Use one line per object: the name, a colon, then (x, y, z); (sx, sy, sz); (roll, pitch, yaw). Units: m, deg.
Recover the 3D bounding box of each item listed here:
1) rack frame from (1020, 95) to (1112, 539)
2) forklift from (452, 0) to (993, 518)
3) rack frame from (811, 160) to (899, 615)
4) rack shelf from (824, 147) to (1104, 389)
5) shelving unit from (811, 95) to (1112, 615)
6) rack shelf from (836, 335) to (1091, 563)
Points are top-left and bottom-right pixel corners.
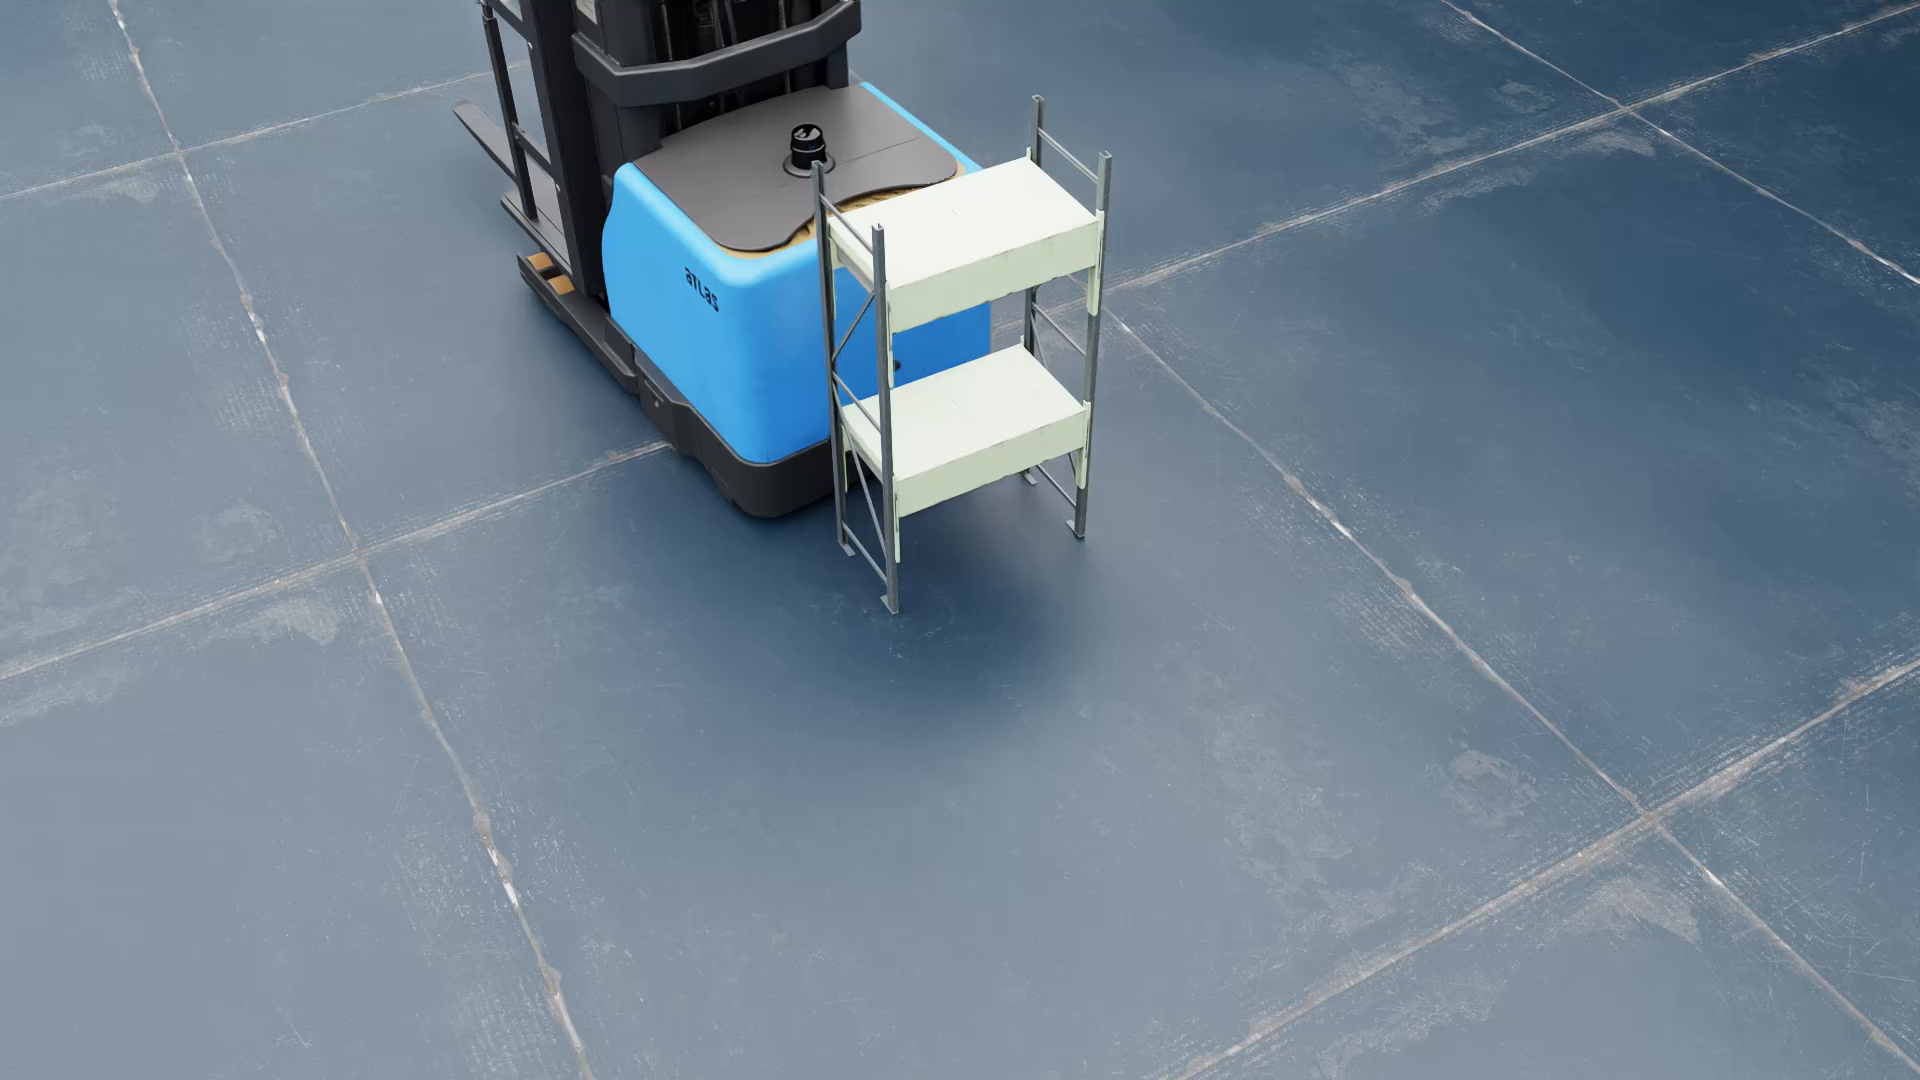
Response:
rack frame: (0.323, -0.668, 5.361); (0.023, 1.500, 0.400); (-22, 48, -21)
forklift: (-1.133, -2.119, 5.829); (1.130, 2.935, 3.031); (-26, 50, -24)
rack frame: (-0.312, -0.414, 5.099); (0.023, 1.500, 0.400); (-22, 48, -21)
rack shelf: (0.006, -0.821, 4.958); (0.720, 0.370, 0.431); (-22, 48, -21)
shelving unit: (0.006, -0.541, 5.230); (0.755, 1.500, 0.431); (-22, 48, -21)
rack shelf: (0.006, -0.307, 5.457); (0.720, 0.370, 0.431); (-22, 48, -21)
